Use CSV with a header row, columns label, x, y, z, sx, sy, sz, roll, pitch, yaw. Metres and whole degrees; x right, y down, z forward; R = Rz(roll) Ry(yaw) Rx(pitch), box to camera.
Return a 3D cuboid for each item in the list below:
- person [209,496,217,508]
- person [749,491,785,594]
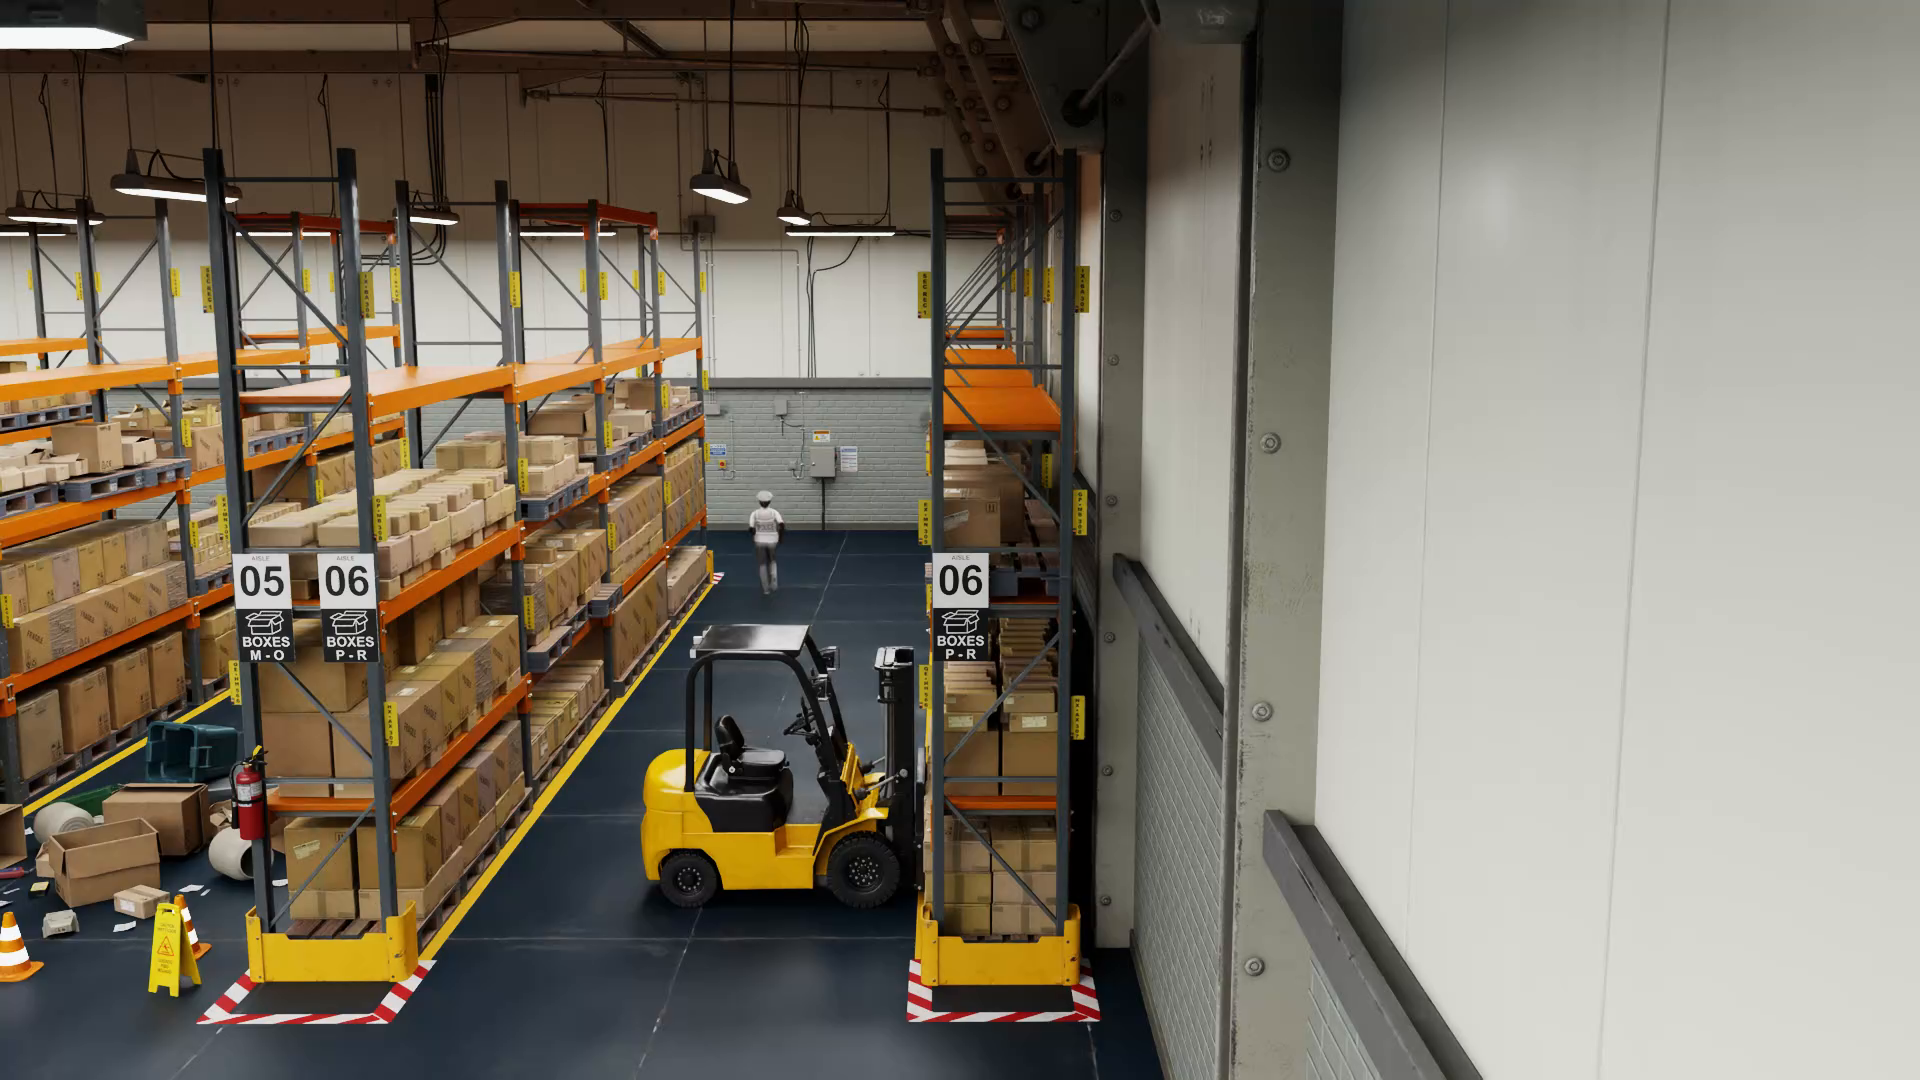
label,x,y,z,sx,sy,sz,roll,pitch,yaw
person,-11.451,0.174,25.844,0.658,1.737,0.852,0,9,2
person,-3.099,0.035,26.648,0.561,1.656,0.570,-2,9,-11
